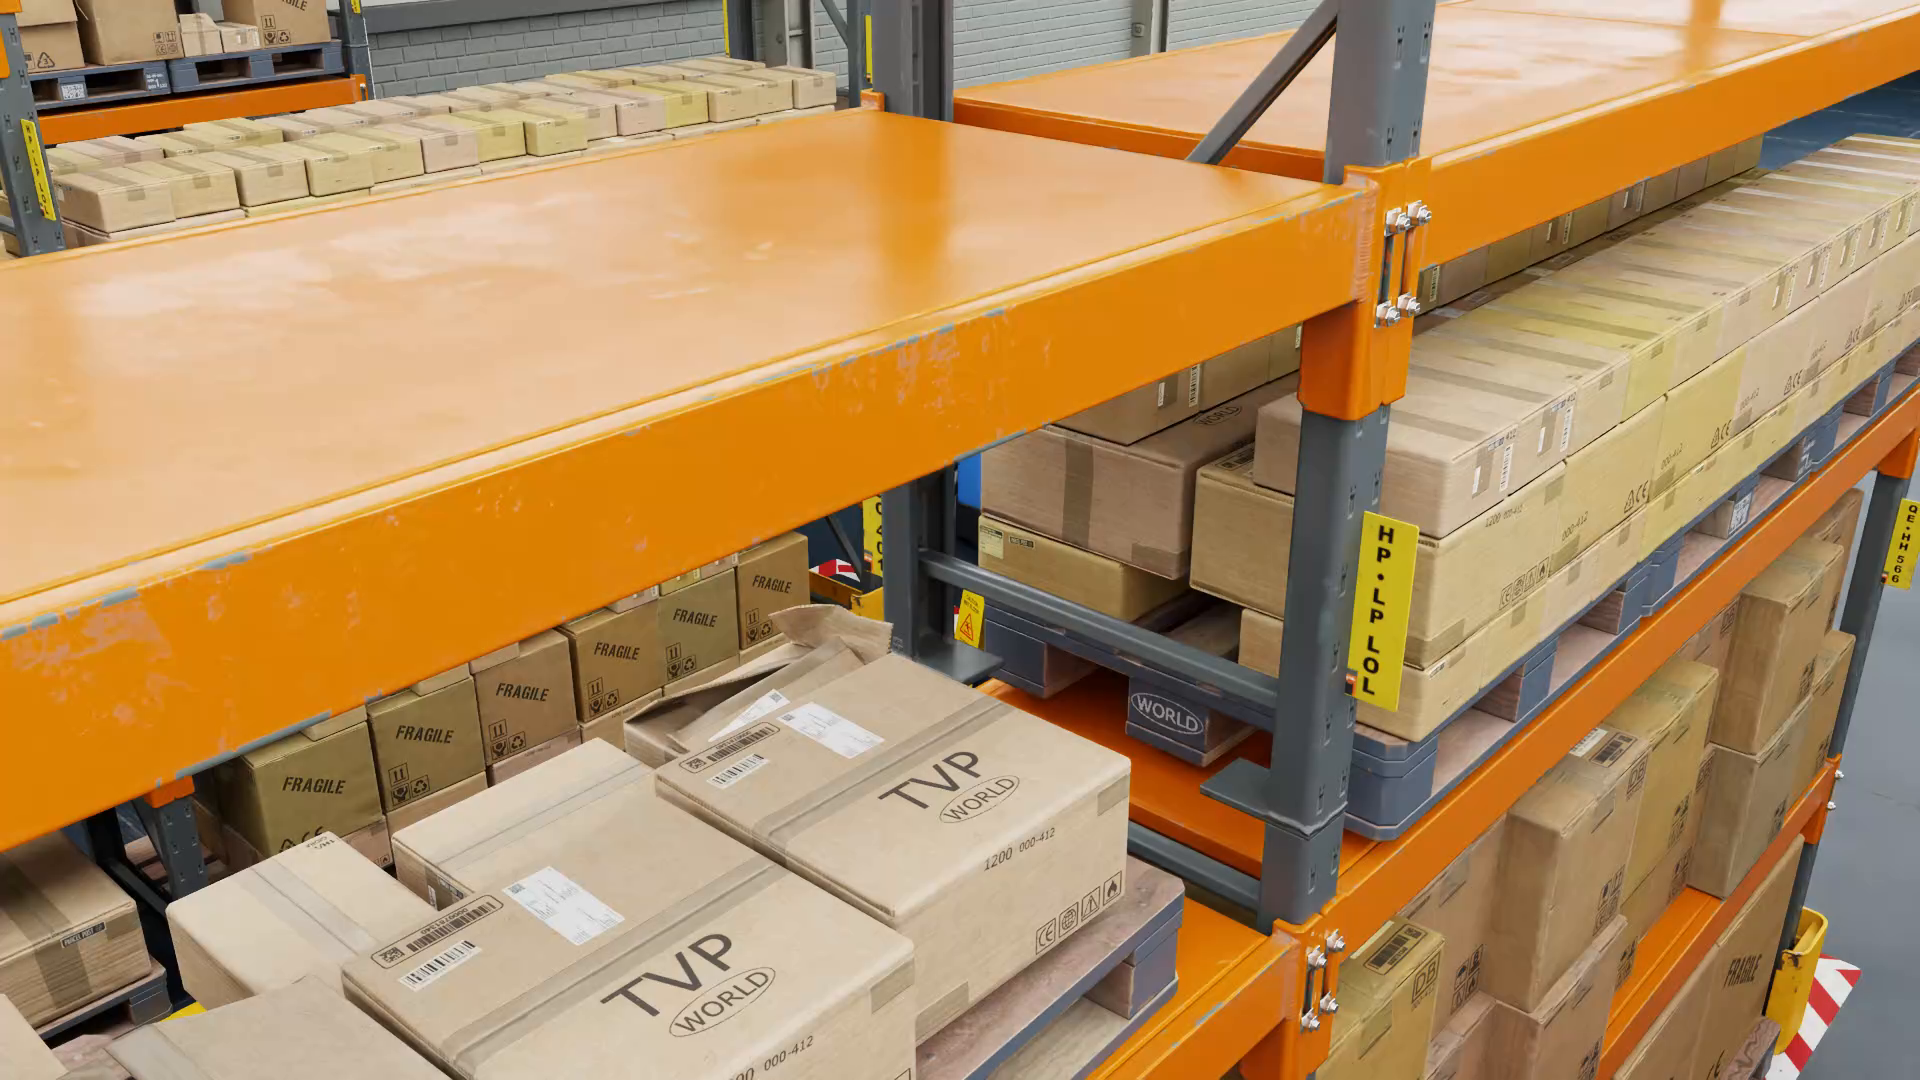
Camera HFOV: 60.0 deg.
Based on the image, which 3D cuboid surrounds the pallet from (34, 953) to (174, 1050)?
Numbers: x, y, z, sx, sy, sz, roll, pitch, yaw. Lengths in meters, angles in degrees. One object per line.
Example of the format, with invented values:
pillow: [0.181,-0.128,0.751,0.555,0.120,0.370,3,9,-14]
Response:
pallet: [-4.017,1.907,6.738,1.003,0.211,1.213,20,31,38]

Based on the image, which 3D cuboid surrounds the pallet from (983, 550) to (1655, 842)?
pallet: [0.809,0.144,3.705,1.003,0.211,1.213,20,31,38]

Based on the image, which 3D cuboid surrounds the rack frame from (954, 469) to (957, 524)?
rack frame: [-0.097,-0.480,11.221,0.240,0.900,0.006,8,25,18]

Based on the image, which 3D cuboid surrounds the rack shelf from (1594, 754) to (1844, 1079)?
rack shelf: [1.590,1.437,5.258,1.077,0.370,4.000,20,31,38]

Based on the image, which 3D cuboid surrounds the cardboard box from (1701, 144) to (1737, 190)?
cardboard box: [2.297,-1.265,5.435,0.380,0.149,0.250,20,31,38]

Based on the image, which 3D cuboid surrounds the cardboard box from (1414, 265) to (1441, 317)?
cardboard box: [0.937,-0.644,4.051,0.380,0.149,0.250,20,31,38]

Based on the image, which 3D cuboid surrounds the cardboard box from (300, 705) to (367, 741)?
cardboard box: [-2.776,0.695,7.173,0.380,0.149,0.250,21,31,38]

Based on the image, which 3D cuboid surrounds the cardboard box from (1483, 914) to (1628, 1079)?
cardboard box: [1.291,1.228,4.661,0.875,0.550,0.550,20,31,38]

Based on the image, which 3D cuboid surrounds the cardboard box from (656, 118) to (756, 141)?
cardboard box: [-1.316,-1.878,7.927,0.500,0.250,0.500,20,31,37]

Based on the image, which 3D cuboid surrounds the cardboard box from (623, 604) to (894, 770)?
cardboard box: [-0.334,0.289,2.801,0.258,0.266,0.396,20,31,37]

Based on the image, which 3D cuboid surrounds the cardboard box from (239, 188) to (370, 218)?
cardboard box: [-2.664,-1.258,6.542,0.500,0.250,0.500,20,31,37]

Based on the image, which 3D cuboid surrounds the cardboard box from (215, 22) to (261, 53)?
cardboard box: [-4.855,-3.331,11.019,0.380,0.149,0.250,19,30,36]

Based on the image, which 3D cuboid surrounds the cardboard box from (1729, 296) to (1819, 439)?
cardboard box: [1.799,-0.490,4.194,0.500,0.250,0.500,20,31,38]

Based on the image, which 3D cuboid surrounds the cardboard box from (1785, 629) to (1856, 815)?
cardboard box: [2.711,0.557,6.159,0.875,0.550,0.550,20,31,38]

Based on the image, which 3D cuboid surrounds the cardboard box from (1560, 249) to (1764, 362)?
cardboard box: [1.600,-0.543,3.826,0.380,0.149,0.250,20,31,37]

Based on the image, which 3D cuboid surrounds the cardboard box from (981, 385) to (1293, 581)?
cardboard box: [0.393,-0.175,3.492,0.500,0.250,0.500,20,31,37]

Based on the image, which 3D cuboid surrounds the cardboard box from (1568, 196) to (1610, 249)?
cardboard box: [1.616,-0.954,4.742,0.380,0.149,0.250,20,31,37]

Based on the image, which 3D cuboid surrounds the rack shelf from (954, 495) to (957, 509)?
rack shelf: [-0.132,-0.246,11.221,0.258,0.077,0.200,8,25,18]

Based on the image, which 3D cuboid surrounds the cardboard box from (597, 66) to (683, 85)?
cardboard box: [-1.587,-2.246,8.259,0.380,0.149,0.250,20,31,37]

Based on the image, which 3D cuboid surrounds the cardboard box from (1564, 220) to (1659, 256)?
cardboard box: [1.737,-0.788,4.859,0.500,0.250,0.500,20,31,37]

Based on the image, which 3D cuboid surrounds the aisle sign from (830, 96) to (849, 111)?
aisle sign: [-0.572,-1.947,8.749,0.394,0.787,0.004,20,31,38]

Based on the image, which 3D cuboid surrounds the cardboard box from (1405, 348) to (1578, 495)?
cardboard box: [0.921,-0.233,3.134,0.380,0.149,0.250,20,31,37]

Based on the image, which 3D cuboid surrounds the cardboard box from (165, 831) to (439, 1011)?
cardboard box: [-0.874,0.583,2.289,0.380,0.149,0.250,20,31,38]

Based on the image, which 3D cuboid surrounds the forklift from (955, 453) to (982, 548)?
forklift: [1.456,-1.124,10.174,3.031,2.935,1.130,17,29,33]

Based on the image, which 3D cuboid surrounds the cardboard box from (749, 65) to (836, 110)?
cardboard box: [-0.835,-2.256,8.280,0.380,0.149,0.250,21,31,38]

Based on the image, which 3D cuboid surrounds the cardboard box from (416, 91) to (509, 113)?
cardboard box: [-2.257,-1.932,7.558,0.380,0.149,0.250,21,32,39]

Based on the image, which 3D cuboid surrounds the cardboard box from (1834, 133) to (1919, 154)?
cardboard box: [2.953,-1.160,5.202,0.380,0.149,0.250,21,31,38]

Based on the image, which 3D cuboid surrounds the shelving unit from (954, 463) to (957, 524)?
shelving unit: [-0.132,-0.441,11.133,0.258,0.900,0.210,8,25,18]

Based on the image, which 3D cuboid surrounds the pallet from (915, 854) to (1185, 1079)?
pallet: [-0.320,0.730,2.524,0.805,0.209,1.217,19,30,36]

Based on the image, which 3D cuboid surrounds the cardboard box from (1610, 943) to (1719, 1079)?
cardboard box: [1.936,1.771,5.718,0.875,0.875,0.875,20,31,37]

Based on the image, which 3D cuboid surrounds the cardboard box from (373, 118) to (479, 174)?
cardboard box: [-2.217,-1.639,6.905,0.380,0.149,0.250,20,31,37]

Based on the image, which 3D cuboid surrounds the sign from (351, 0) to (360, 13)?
sign: [-4.133,-3.760,11.317,0.100,0.325,0.005,20,31,38]

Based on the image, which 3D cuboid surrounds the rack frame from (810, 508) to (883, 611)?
rack frame: [-0.829,-0.821,9.415,1.000,3.000,0.127,20,31,38]

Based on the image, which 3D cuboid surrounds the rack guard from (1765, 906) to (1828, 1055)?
rack guard: [2.941,1.633,6.997,1.175,0.500,0.348,20,31,38]

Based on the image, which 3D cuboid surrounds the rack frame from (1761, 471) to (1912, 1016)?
rack frame: [2.925,0.500,6.469,1.000,3.000,0.127,20,31,38]

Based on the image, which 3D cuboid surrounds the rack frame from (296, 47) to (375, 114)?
rack frame: [-4.528,-2.175,12.436,1.000,3.000,0.127,20,31,38]

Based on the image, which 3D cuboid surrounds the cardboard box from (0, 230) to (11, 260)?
cardboard box: [-5.963,-1.864,10.463,0.380,0.149,0.250,20,31,37]

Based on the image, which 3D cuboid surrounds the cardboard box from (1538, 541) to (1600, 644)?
cardboard box: [1.090,0.054,3.469,0.380,0.149,0.250,20,31,37]

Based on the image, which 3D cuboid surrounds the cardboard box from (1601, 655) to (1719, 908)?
cardboard box: [1.618,0.564,4.822,0.875,0.550,0.500,20,31,38]

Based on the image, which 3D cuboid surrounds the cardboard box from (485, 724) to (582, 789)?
cardboard box: [-2.204,1.026,8.142,0.500,0.250,0.500,20,31,37]

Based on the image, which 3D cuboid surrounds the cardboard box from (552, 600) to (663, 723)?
cardboard box: [-1.857,0.527,8.340,0.500,0.500,0.500,19,31,36]

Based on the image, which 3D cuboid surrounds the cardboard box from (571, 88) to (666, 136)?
cardboard box: [-1.568,-1.969,7.641,0.380,0.149,0.250,20,31,38]

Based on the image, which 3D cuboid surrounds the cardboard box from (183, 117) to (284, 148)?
cardboard box: [-3.017,-1.647,6.922,0.380,0.149,0.250,21,32,39]

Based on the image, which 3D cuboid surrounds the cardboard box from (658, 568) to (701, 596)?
cardboard box: [-1.534,0.125,8.443,0.380,0.149,0.250,21,31,38]

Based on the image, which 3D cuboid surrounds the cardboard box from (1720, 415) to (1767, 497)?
cardboard box: [1.766,-0.255,4.157,0.380,0.149,0.250,21,31,38]

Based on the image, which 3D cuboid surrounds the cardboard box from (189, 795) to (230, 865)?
cardboard box: [-3.304,1.207,7.739,0.500,0.250,0.500,22,32,40]

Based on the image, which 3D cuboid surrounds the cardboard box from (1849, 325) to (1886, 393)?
cardboard box: [2.447,-0.566,4.851,0.380,0.149,0.250,21,31,38]

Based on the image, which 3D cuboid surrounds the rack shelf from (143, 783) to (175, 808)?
rack shelf: [-4.833,1.335,5.485,1.077,0.370,4.000,20,31,38]

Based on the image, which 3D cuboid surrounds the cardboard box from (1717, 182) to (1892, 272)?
cardboard box: [2.275,-0.852,4.513,0.380,0.149,0.250,20,31,38]

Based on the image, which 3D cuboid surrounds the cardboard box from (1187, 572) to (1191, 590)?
cardboard box: [0.428,-0.048,3.696,0.380,0.149,0.250,21,31,38]

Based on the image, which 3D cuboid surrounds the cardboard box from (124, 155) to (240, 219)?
cardboard box: [-2.893,-1.315,6.181,0.380,0.149,0.250,21,32,39]
